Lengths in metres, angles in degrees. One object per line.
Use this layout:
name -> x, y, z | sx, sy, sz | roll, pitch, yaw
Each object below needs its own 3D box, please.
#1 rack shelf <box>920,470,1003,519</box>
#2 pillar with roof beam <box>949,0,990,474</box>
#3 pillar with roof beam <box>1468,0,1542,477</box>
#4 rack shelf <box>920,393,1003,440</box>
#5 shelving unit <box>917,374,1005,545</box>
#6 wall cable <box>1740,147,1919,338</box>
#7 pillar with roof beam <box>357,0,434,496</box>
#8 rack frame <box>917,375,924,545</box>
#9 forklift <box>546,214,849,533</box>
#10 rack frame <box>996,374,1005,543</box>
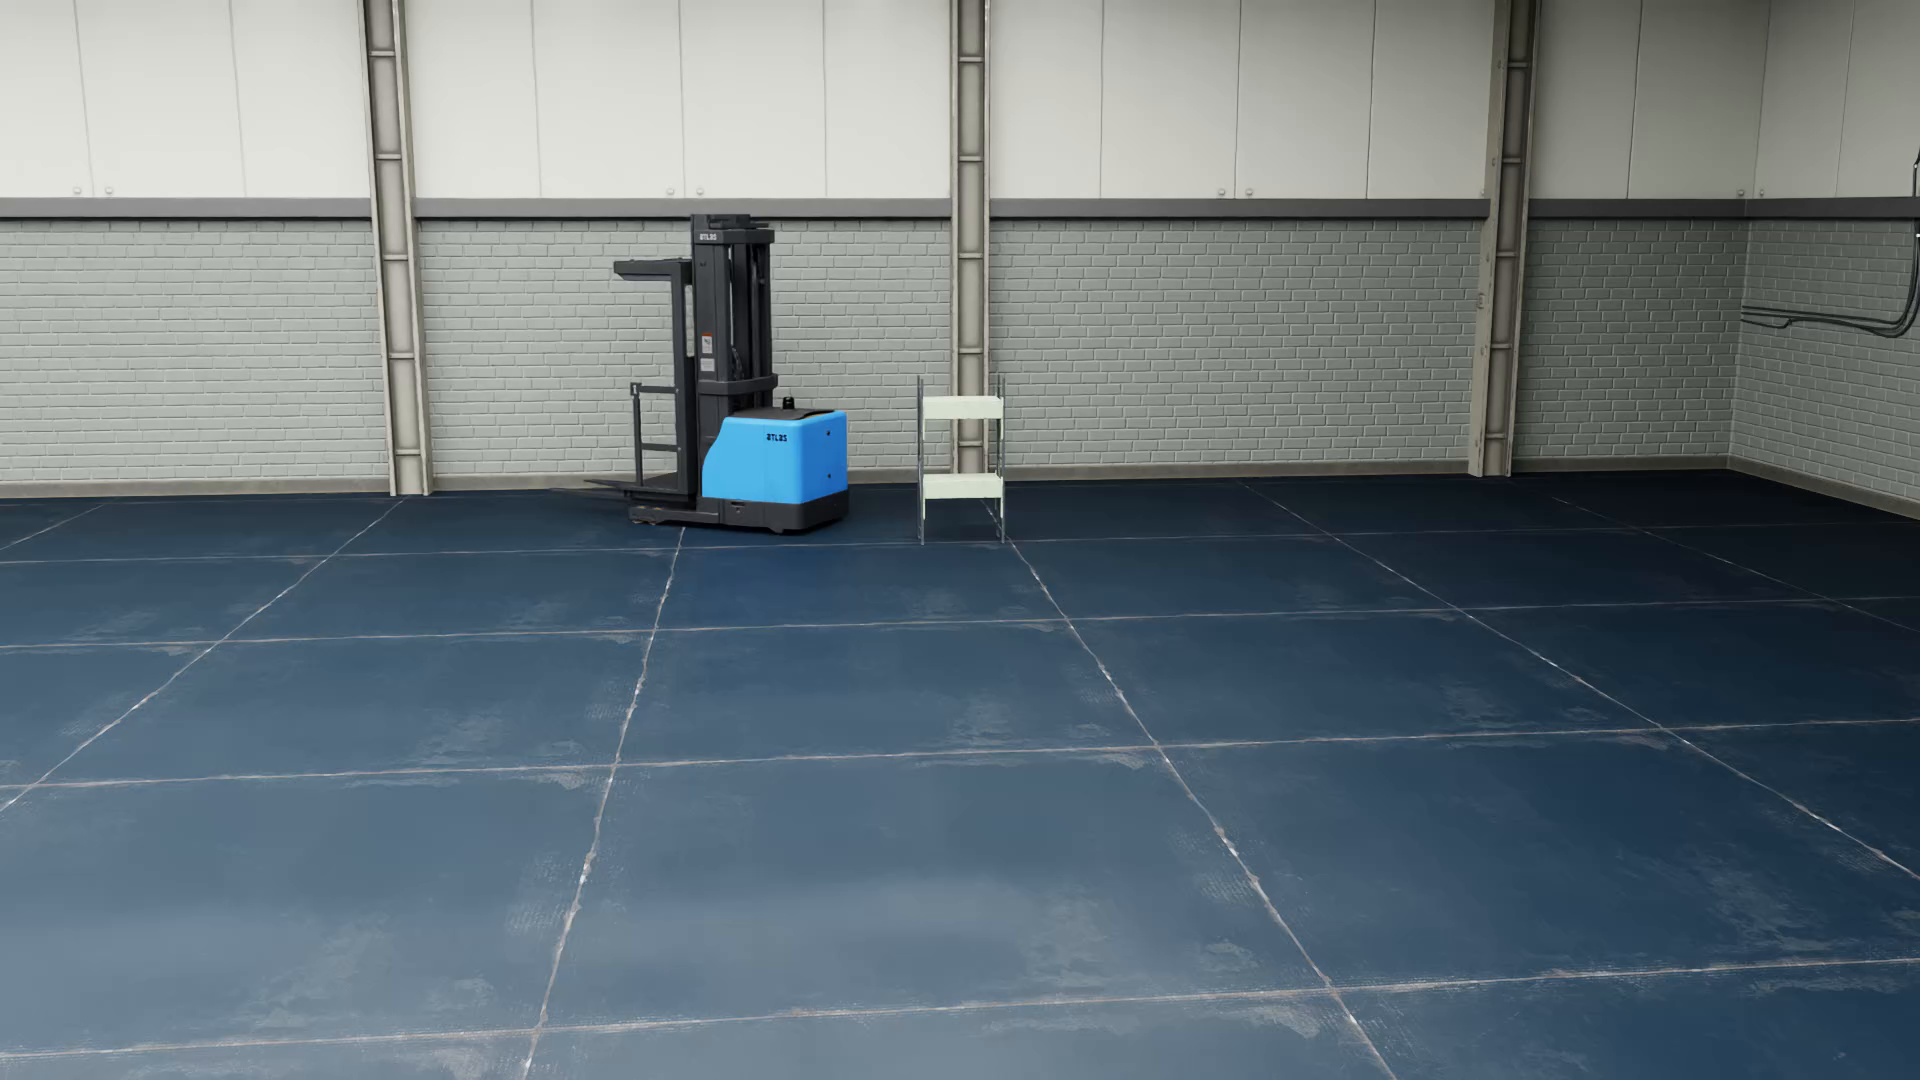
rack shelf -> 0.007, -0.416, 15.169 | 0.720, 0.370, 0.431 | -1, 11, -6
pillar with roof beam -> 0.568, -4.217, 13.372 | 0.400, 9.000, 9.100 | -1, 11, -6
pillar with roof beam -> 6.533, -4.342, 14.008 | 0.400, 9.000, 9.100 | -1, 11, -6
rack shelf -> 0.007, -1.119, 15.031 | 0.720, 0.370, 0.431 | -1, 11, -6
shelving unit -> 0.007, -0.736, 15.106 | 0.755, 1.500, 0.431 | -1, 11, -6
wall cable -> 9.139, -3.452, 17.529 | 0.112, 2.526, 3.097 | -1, 11, -6
pillar with roof beam -> -5.397, -4.092, 12.737 | 0.400, 9.000, 9.100 | -1, 11, -6
rack frame -> -0.357, -0.728, 15.067 | 0.023, 1.500, 0.400 | -1, 11, -6
forklift -> -2.641, -1.668, 16.137 | 3.031, 2.935, 1.130 | 5, 12, 24
rack frame -> 0.371, -0.744, 15.145 | 0.023, 1.500, 0.400 | -1, 11, -6
